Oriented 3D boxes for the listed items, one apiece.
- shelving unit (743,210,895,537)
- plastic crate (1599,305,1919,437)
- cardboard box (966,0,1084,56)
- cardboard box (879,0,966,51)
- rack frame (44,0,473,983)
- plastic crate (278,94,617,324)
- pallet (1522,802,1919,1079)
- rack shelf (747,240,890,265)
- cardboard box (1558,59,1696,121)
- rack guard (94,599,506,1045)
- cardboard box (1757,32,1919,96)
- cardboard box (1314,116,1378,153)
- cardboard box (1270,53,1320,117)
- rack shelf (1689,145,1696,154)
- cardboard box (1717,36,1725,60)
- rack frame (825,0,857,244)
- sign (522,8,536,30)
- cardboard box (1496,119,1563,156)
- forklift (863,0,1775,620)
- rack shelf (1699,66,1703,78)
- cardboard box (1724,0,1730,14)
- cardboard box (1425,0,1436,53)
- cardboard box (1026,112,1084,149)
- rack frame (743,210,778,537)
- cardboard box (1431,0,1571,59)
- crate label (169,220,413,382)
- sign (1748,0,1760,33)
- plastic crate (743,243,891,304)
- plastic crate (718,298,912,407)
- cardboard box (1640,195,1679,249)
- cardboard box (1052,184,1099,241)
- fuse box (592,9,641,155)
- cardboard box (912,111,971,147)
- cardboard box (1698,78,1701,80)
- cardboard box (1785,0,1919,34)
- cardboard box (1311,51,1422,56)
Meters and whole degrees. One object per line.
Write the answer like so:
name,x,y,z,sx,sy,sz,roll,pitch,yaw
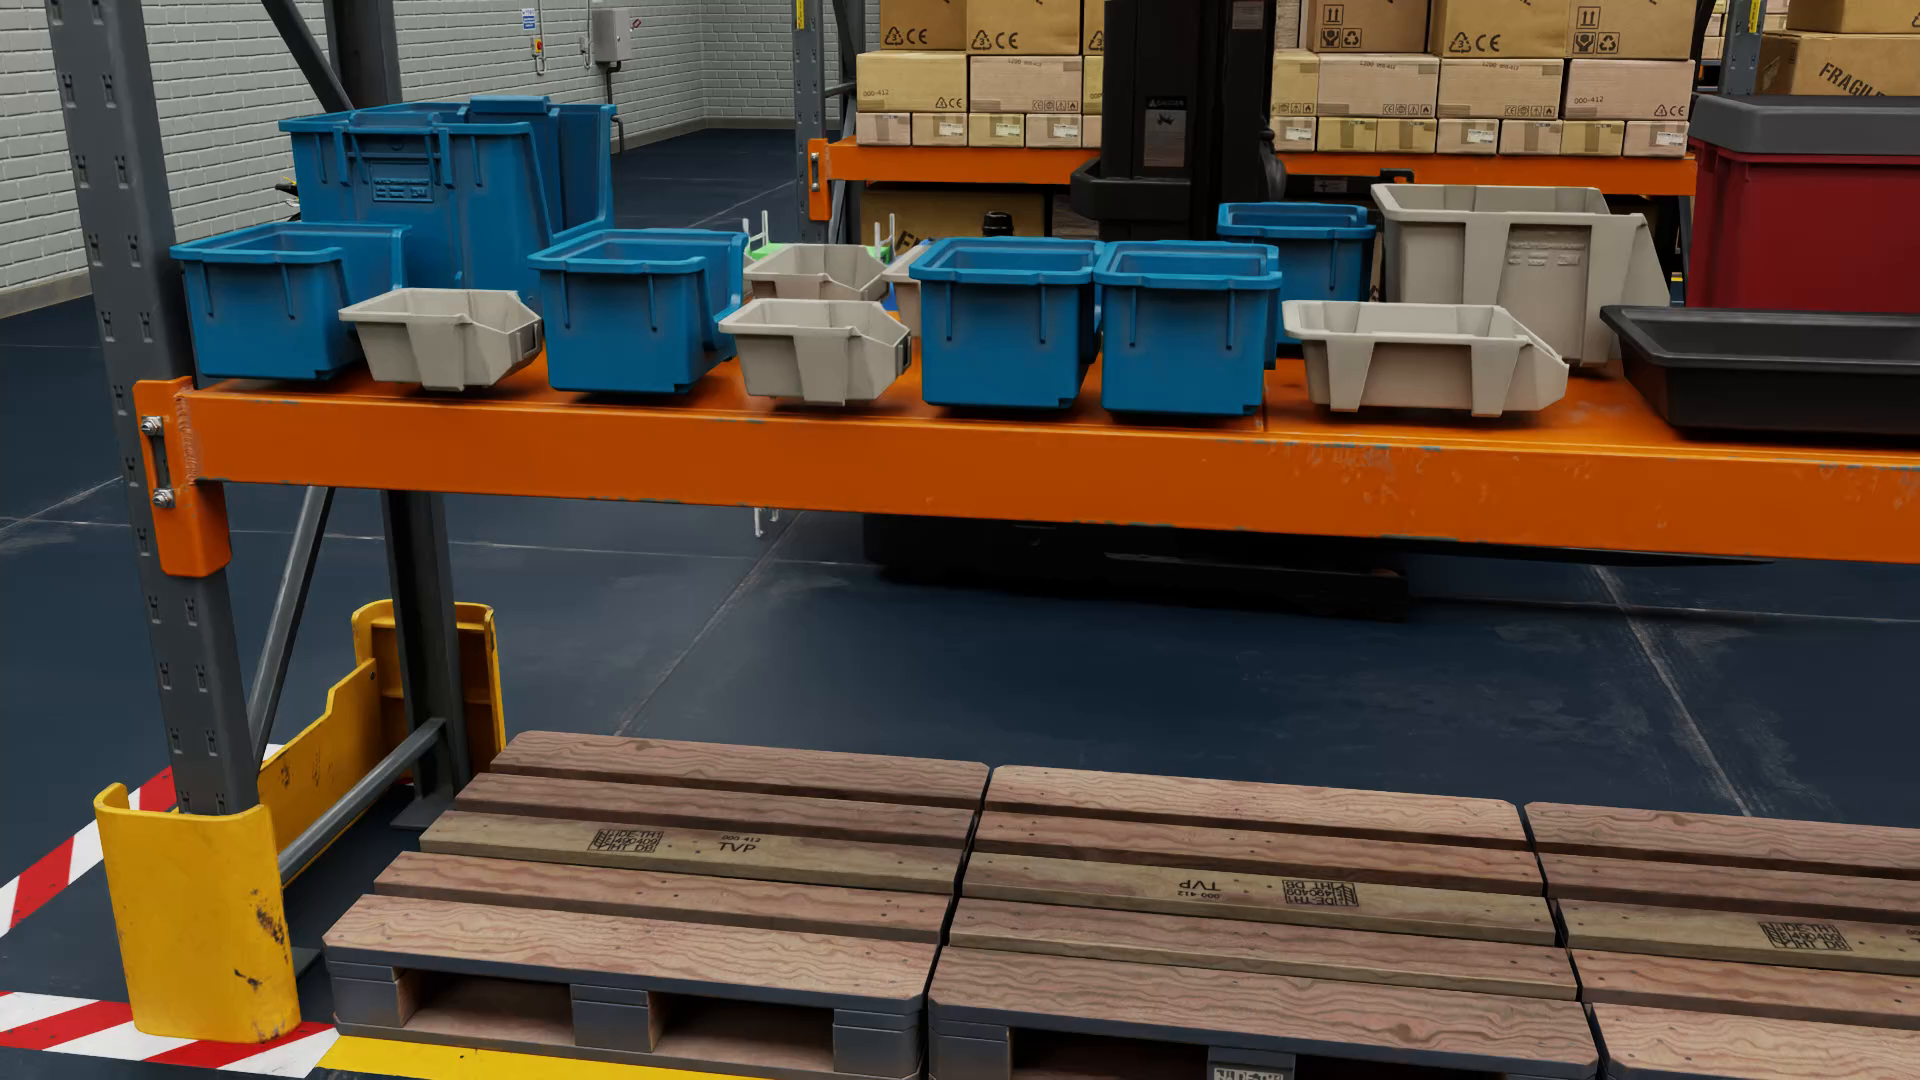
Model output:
shelving unit,-0.509,-0.603,6.215,0.503,1.200,0.258,4,19,11
plastic crate,1.399,-0.280,2.751,0.590,0.125,0.437,3,19,9
cardboard box,0.308,-2.454,7.496,0.500,0.500,0.500,2,19,7
cardboard box,-0.094,-2.646,8.069,0.500,0.500,0.500,3,19,9
rack frame,-1.403,-0.611,3.401,0.127,3.000,1.000,3,19,9
plastic crate,-1.042,-0.698,3.511,0.499,0.435,0.616,3,19,9
pallet,1.815,0.888,3.316,1.213,0.211,1.003,3,19,9
rack shelf,-0.509,-0.998,6.083,0.480,0.148,0.258,4,19,11
cardboard box,2.855,-1.971,7.234,0.500,0.250,0.500,3,19,8
rack guard,-1.428,0.577,3.789,0.348,0.500,1.175,3,19,9
cardboard box,3.747,-1.907,7.118,0.500,0.500,0.500,3,19,9
cardboard box,1.711,-1.819,7.409,0.250,0.149,0.380,3,19,8
cardboard box,1.340,-2.049,7.466,0.500,0.250,0.500,3,19,8
rack shelf,5.307,-1.519,7.250,4.000,0.370,1.077,3,19,9
cardboard box,5.304,-3.387,11.433,0.250,0.149,0.380,3,19,9
rack frame,-0.616,-2.164,8.042,0.053,2.616,0.949,3,19,9
sign,-4.684,-5.660,18.065,0.001,0.218,0.327,3,19,9
cardboard box,2.472,-1.781,7.293,0.250,0.149,0.380,3,19,8
forklift,1.227,-1.309,5.597,3.031,2.935,1.130,4,19,11
rack shelf,6.879,-4.624,16.529,4.000,0.370,1.077,3,19,9
cardboard box,5.310,-3.669,11.338,0.250,0.149,0.380,3,19,8
cardboard box,2.415,-2.518,7.687,0.500,0.500,0.500,3,19,9
cardboard box,0.445,-1.884,7.603,0.250,0.149,0.380,3,19,8
rack frame,-0.748,-0.619,6.262,0.015,1.200,0.240,4,19,11
cardboard box,2.342,-2.353,7.193,0.500,0.500,0.500,3,19,9
crate label,-1.211,-0.444,3.073,0.303,0.233,0.416,3,19,9
sign,3.246,-2.235,6.767,0.005,0.325,0.100,3,19,9
plastic crate,-0.285,-0.511,3.423,0.243,0.136,0.396,3,19,9
plastic crate,-0.238,-0.322,2.860,0.298,0.136,0.250,3,19,9
cardboard box,4.906,-2.403,12.037,0.500,0.500,0.500,4,19,11
cardboard box,0.926,-1.301,8.151,0.875,0.875,0.875,3,19,9
fuse box,-4.139,-5.583,20.293,0.414,1.711,0.539,3,19,9
cardboard box,-0.065,-1.910,7.679,0.250,0.149,0.380,3,19,8
cardboard box,7.305,-4.163,16.705,0.875,0.875,0.875,3,19,9
cardboard box,3.964,-2.455,7.174,0.637,0.503,0.797,2,19,7
cardboard box,1.907,-2.188,7.882,0.500,0.250,0.500,3,19,10
